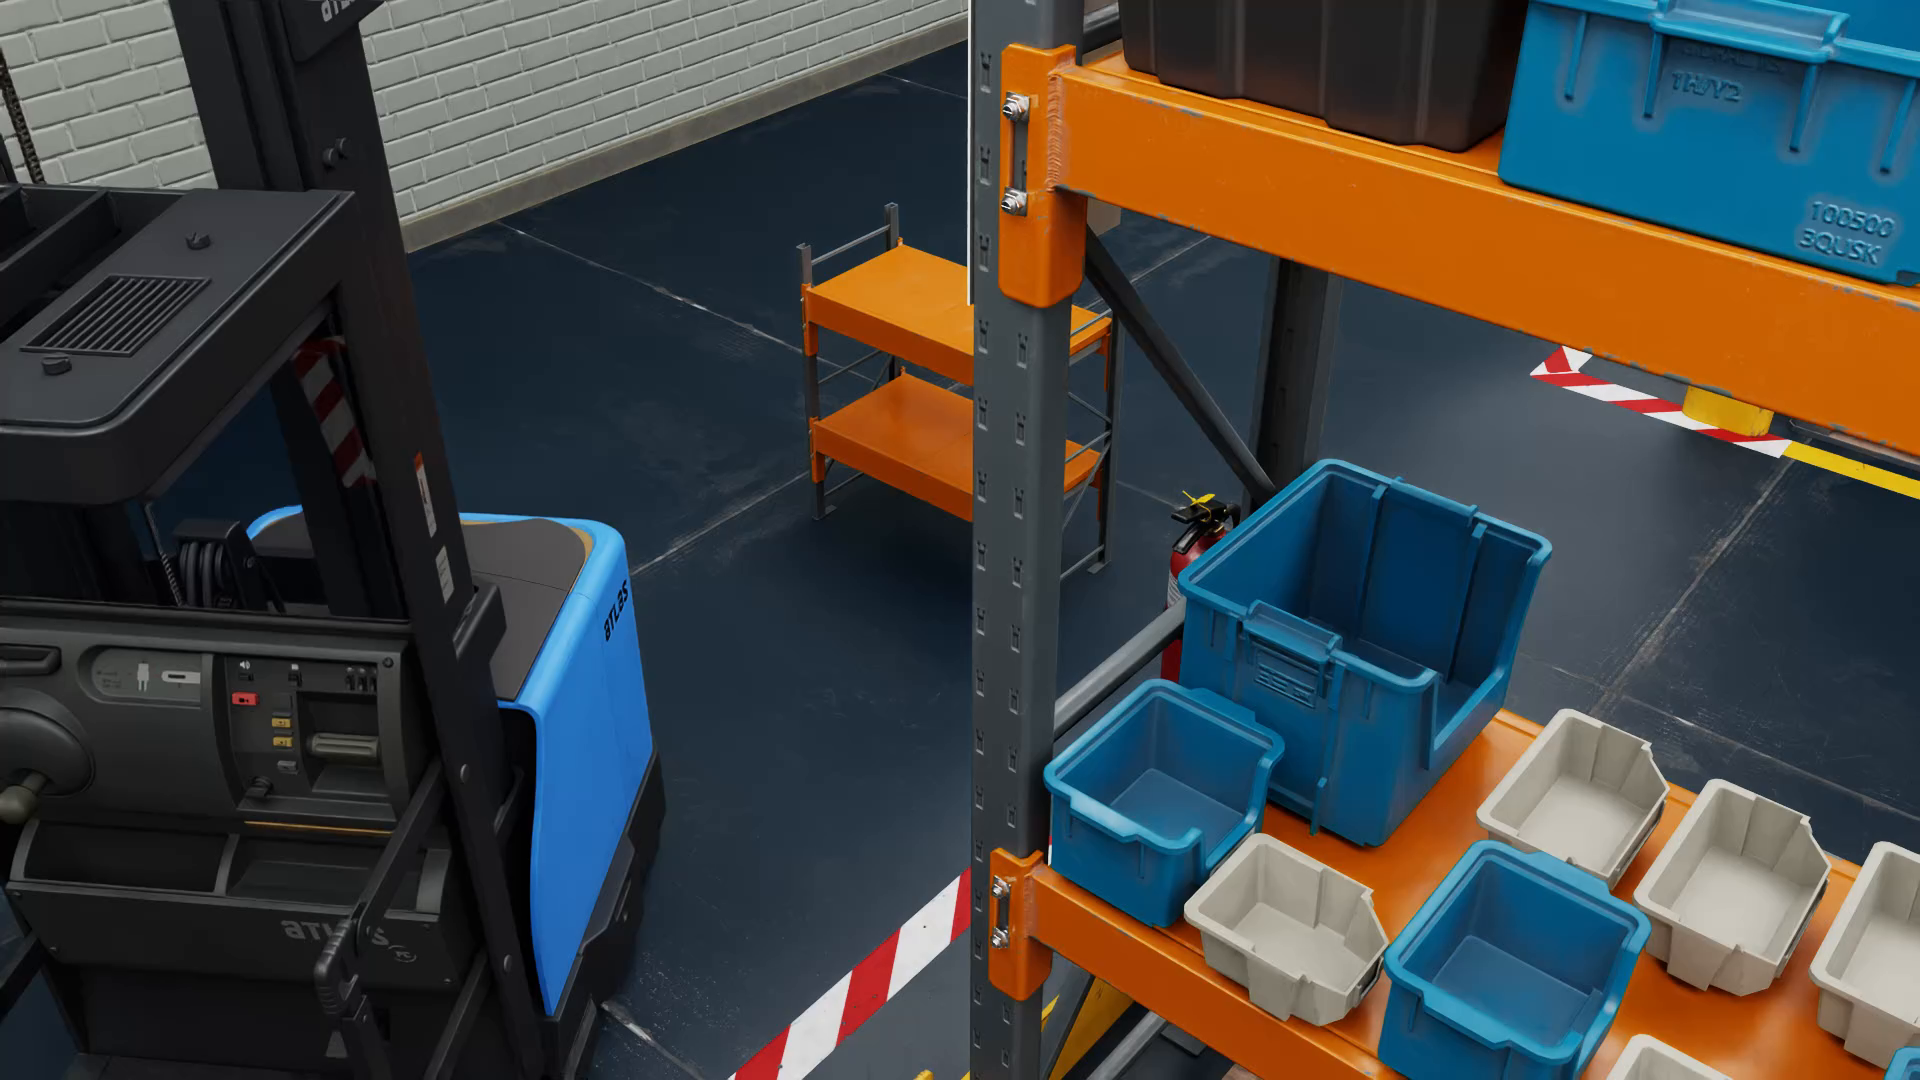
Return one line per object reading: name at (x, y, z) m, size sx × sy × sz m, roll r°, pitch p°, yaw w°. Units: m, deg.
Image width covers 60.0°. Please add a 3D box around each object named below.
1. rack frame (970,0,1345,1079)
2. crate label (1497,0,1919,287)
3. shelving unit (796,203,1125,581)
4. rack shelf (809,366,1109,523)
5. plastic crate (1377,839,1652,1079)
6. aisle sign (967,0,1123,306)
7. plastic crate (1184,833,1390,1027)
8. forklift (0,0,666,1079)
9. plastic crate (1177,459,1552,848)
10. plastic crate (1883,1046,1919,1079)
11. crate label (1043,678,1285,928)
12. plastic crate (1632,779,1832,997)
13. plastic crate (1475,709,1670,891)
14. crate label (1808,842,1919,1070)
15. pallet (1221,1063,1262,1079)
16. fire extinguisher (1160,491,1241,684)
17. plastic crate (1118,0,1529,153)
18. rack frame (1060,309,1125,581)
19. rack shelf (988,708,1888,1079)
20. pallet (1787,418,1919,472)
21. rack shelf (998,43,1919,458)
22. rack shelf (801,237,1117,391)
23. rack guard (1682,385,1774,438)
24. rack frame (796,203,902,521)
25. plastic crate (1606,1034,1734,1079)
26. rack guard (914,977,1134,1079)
rack frame at (0.384, 0.203, 3.304) m, size 0.127 × 3.000 × 1.000 m, roll 25°, pitch 42°, yaw 32°
crate label at (0.886, -0.497, 1.806) m, size 0.502 × 0.251 × 0.408 m, roll 25°, pitch 42°, yaw 32°
shelving unit at (-0.005, -0.466, 5.935) m, size 1.048 × 1.125 × 0.538 m, roll 25°, pitch 42°, yaw 32°
rack shelf at (-0.005, -0.265, 6.074) m, size 1.000 × 0.278 × 0.538 m, roll 25°, pitch 42°, yaw 32°
plastic crate at (0.869, 0.719, 2.649) m, size 0.300 × 0.233 × 0.416 m, roll 25°, pitch 42°, yaw 32°
aisle sign at (0.139, -0.765, 2.418) m, size 0.004 × 0.787 × 0.394 m, roll 25°, pitch 42°, yaw 32°
plastic crate at (0.557, 0.672, 2.802) m, size 0.298 × 0.136 × 0.250 m, roll 25°, pitch 42°, yaw 32°
forklift at (-1.539, 0.427, 3.039) m, size 1.130 × 2.935 × 3.031 m, roll 3°, pitch 35°, yaw 5°
plastic crate at (0.761, 0.204, 3.219) m, size 0.499 × 0.435 × 0.616 m, roll 25°, pitch 42°, yaw 32°
plastic crate at (1.375, 0.957, 2.302) m, size 0.300 × 0.233 × 0.416 m, roll 25°, pitch 42°, yaw 32°
crate label at (0.363, 0.480, 2.996) m, size 0.303 × 0.233 × 0.416 m, roll 25°, pitch 42°, yaw 32°
plastic crate at (1.340, 0.615, 2.885) m, size 0.243 × 0.136 × 0.396 m, roll 25°, pitch 42°, yaw 32°
plastic crate at (1.127, 0.504, 3.047) m, size 0.243 × 0.136 × 0.396 m, roll 25°, pitch 42°, yaw 32°
crate label at (1.570, 0.705, 2.753) m, size 0.243 × 0.136 × 0.396 m, roll 25°, pitch 42°, yaw 32°
pallet at (0.993, 1.668, 3.634) m, size 1.213 × 0.211 × 1.003 m, roll 25°, pitch 42°, yaw 32°
fire extinguisher at (0.559, 0.137, 3.799) m, size 0.183 × 0.674 × 0.296 m, roll 25°, pitch 42°, yaw 32°
plastic crate at (0.502, -0.719, 2.113) m, size 0.590 × 0.269 × 0.497 m, roll 25°, pitch 42°, yaw 32°
rack frame at (0.385, -0.282, 5.667) m, size 0.032 × 1.125 × 0.500 m, roll 25°, pitch 42°, yaw 32°
rack shelf at (1.921, 1.224, 2.453) m, size 4.000 × 0.370 × 1.077 m, roll 25°, pitch 42°, yaw 32°
pallet at (4.218, -0.547, 6.859) m, size 1.213 × 0.211 × 1.003 m, roll 25°, pitch 42°, yaw 32°
rack shelf at (1.921, -0.012, 1.604) m, size 4.000 × 0.370 × 1.077 m, roll 25°, pitch 42°, yaw 32°
rack shelf at (-0.005, -0.707, 5.769) m, size 1.000 × 0.278 × 0.538 m, roll 25°, pitch 42°, yaw 32°
rack guard at (3.535, -0.930, 7.162) m, size 0.348 × 0.500 × 1.175 m, roll 25°, pitch 42°, yaw 32°
rack frame at (-0.396, -0.650, 6.203) m, size 0.032 × 1.125 × 0.500 m, roll 25°, pitch 42°, yaw 32°
plastic crate at (1.078, 0.918, 2.444) m, size 0.298 × 0.136 × 0.250 m, roll 25°, pitch 42°, yaw 32°
rack guard at (0.357, 1.231, 4.016) m, size 0.348 × 0.500 × 1.175 m, roll 25°, pitch 42°, yaw 32°
